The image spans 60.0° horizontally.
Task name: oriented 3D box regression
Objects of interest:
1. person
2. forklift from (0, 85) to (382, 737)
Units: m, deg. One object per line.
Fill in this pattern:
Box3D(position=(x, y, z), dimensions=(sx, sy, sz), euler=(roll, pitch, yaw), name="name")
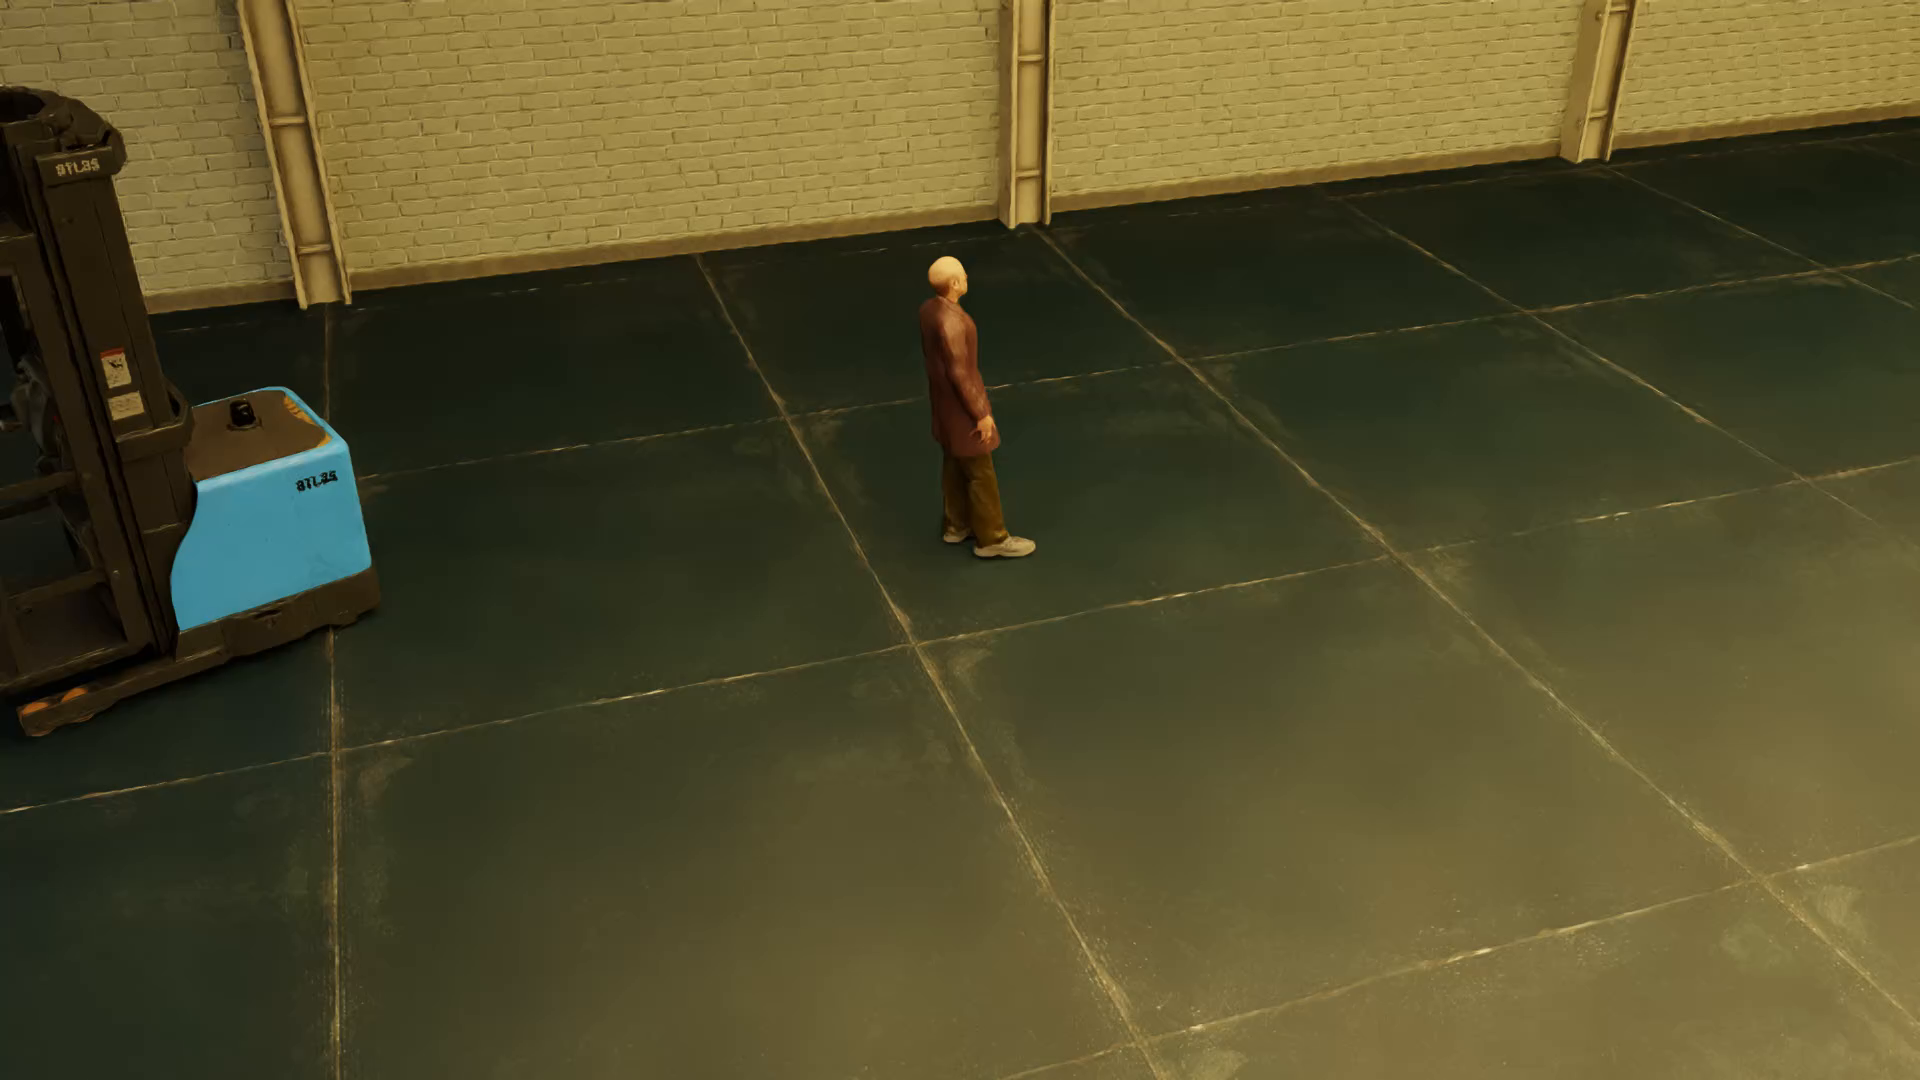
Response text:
Box3D(position=(0.088, -0.789, 9.600), dimensions=(0.580, 1.776, 0.694), euler=(-10, 31, -16), name="person")
Box3D(position=(-4.697, -0.587, 8.107), dimensions=(3.031, 2.935, 1.130), euler=(-22, 36, -33), name="forklift")
